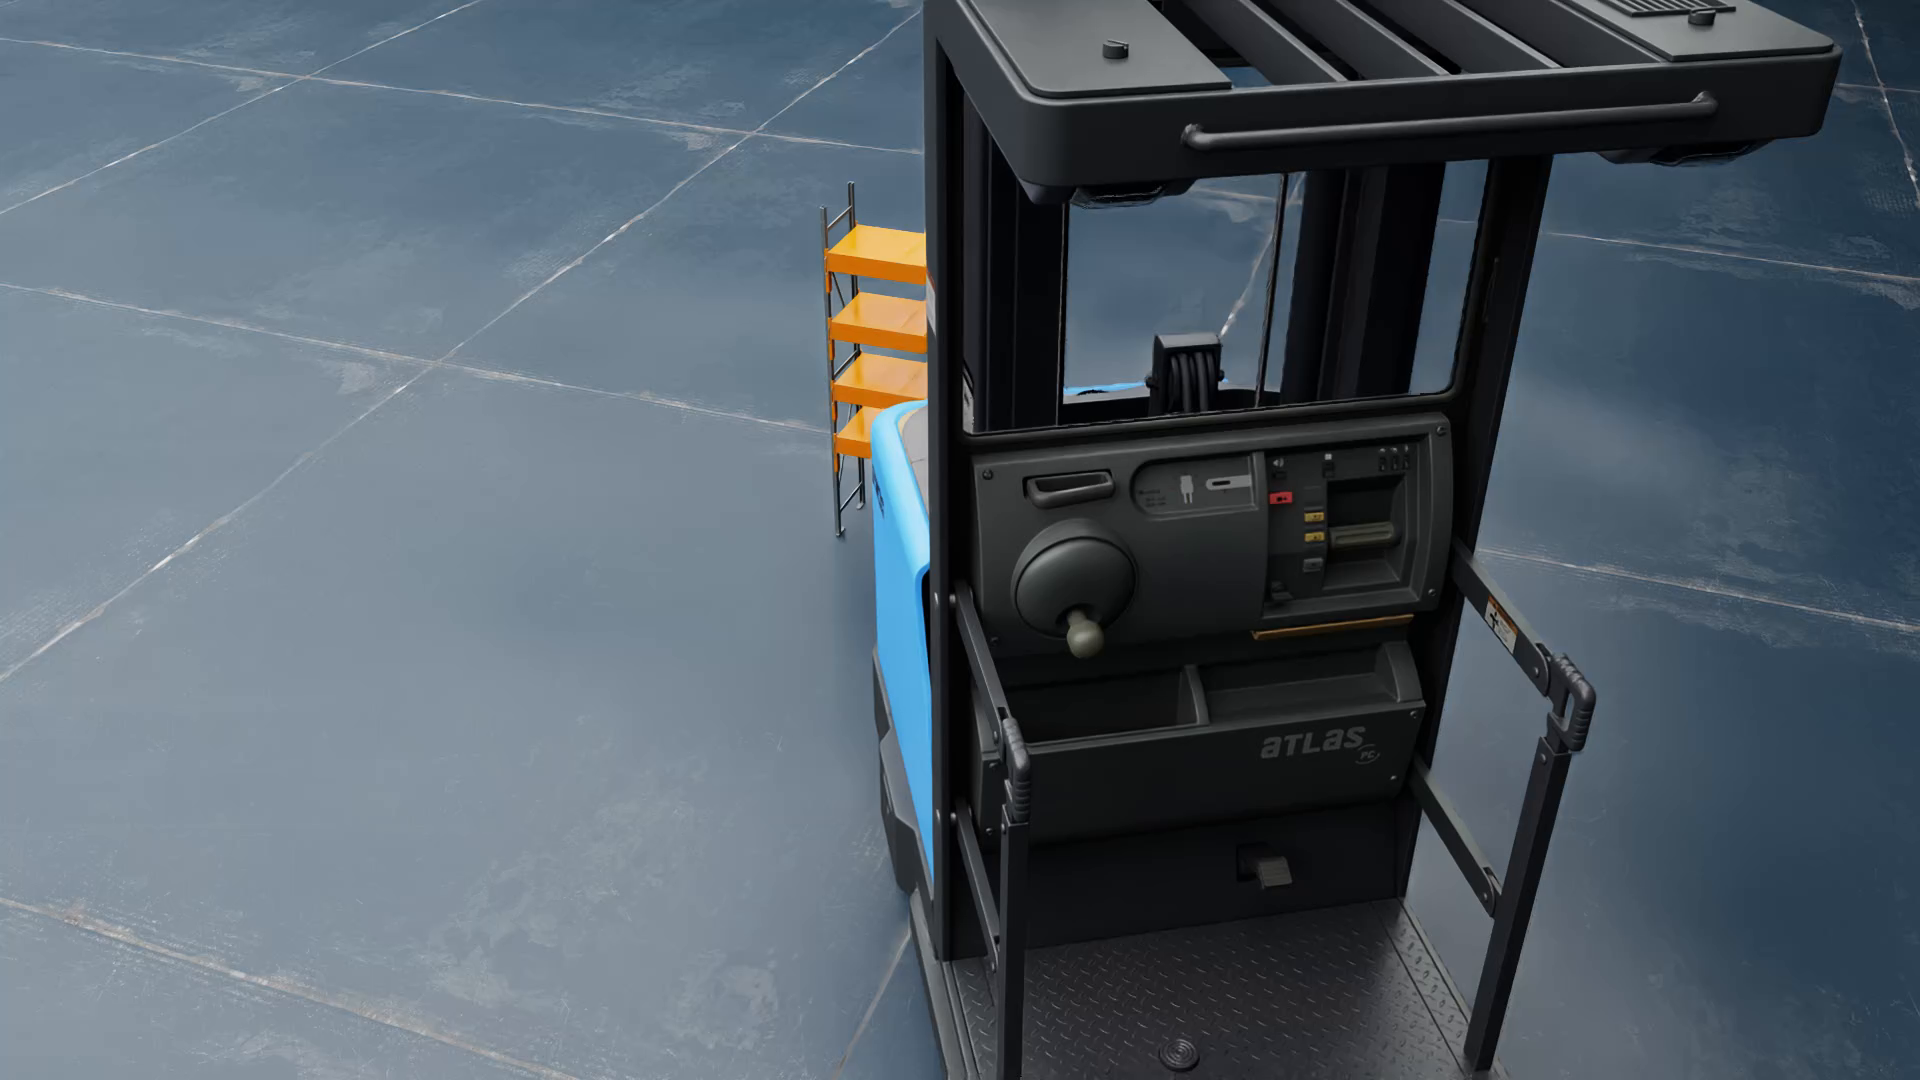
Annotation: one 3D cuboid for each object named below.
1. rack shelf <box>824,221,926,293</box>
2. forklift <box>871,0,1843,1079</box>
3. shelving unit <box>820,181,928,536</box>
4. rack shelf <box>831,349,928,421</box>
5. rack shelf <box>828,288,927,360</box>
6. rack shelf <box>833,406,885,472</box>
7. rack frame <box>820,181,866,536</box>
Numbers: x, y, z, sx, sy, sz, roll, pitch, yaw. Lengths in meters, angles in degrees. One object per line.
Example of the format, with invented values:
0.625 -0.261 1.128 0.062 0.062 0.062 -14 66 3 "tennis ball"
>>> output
-0.156 -0.864 5.258 0.480 0.148 0.258 11 34 16 "rack shelf"
0.529 0.051 2.969 1.130 2.935 3.031 -6 33 -9 "forklift"
-0.156 -0.534 5.471 0.503 1.200 0.258 11 34 16 "shelving unit"
-0.156 -0.478 5.508 0.480 0.148 0.258 11 34 16 "rack shelf"
-0.156 -0.666 5.387 0.480 0.148 0.258 11 34 16 "rack shelf"
-0.156 -0.311 5.616 0.480 0.148 0.258 11 34 16 "rack shelf"
-0.386 -0.579 5.541 0.015 1.200 0.240 11 34 16 "rack frame"
